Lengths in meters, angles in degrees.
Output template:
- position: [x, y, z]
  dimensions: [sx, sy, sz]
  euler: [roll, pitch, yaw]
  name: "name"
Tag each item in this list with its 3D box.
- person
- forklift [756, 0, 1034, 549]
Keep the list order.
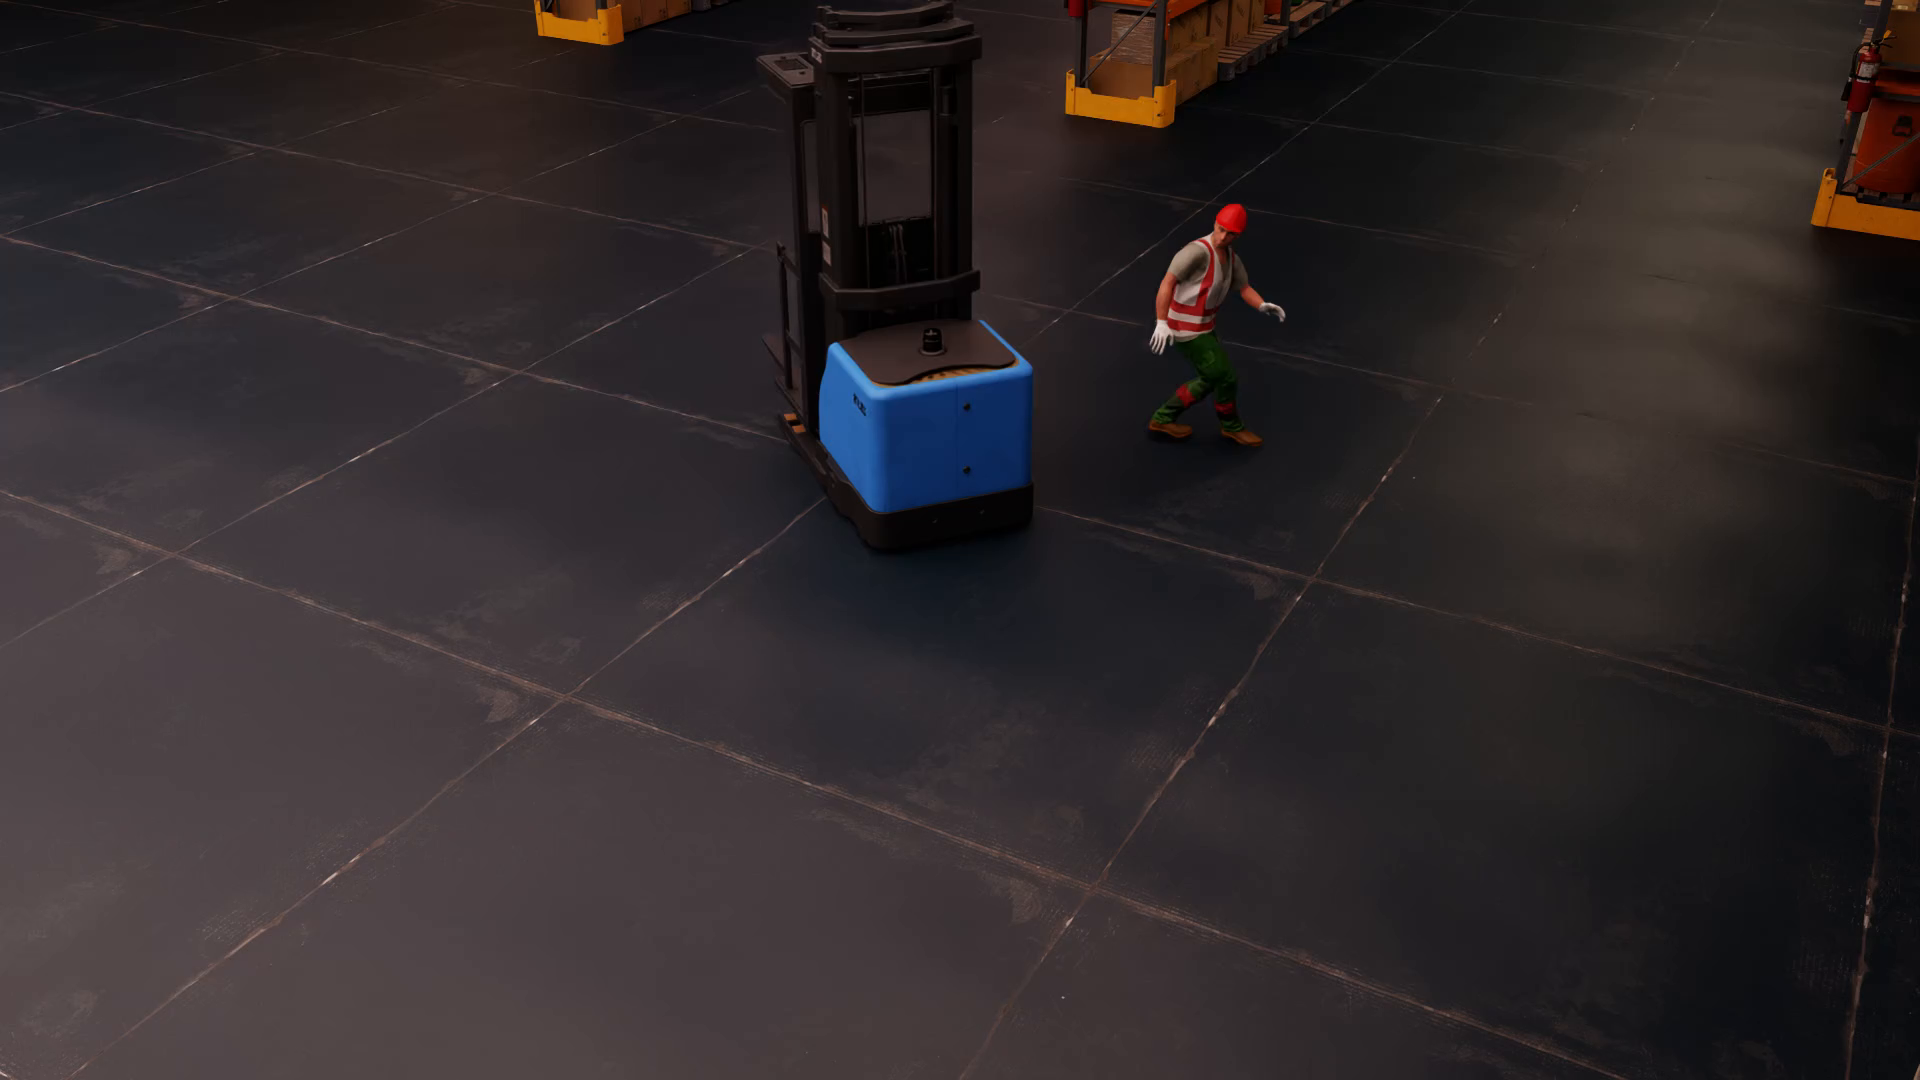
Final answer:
- position: [1.644, -1.319, 10.670]
  dimensions: [0.832, 1.650, 0.821]
  euler: [11, 32, 19]
  name: "person"
- position: [-0.576, -1.937, 10.426]
  dimensions: [1.130, 2.935, 3.031]
  euler: [-11, 32, -19]
  name: "forklift"
